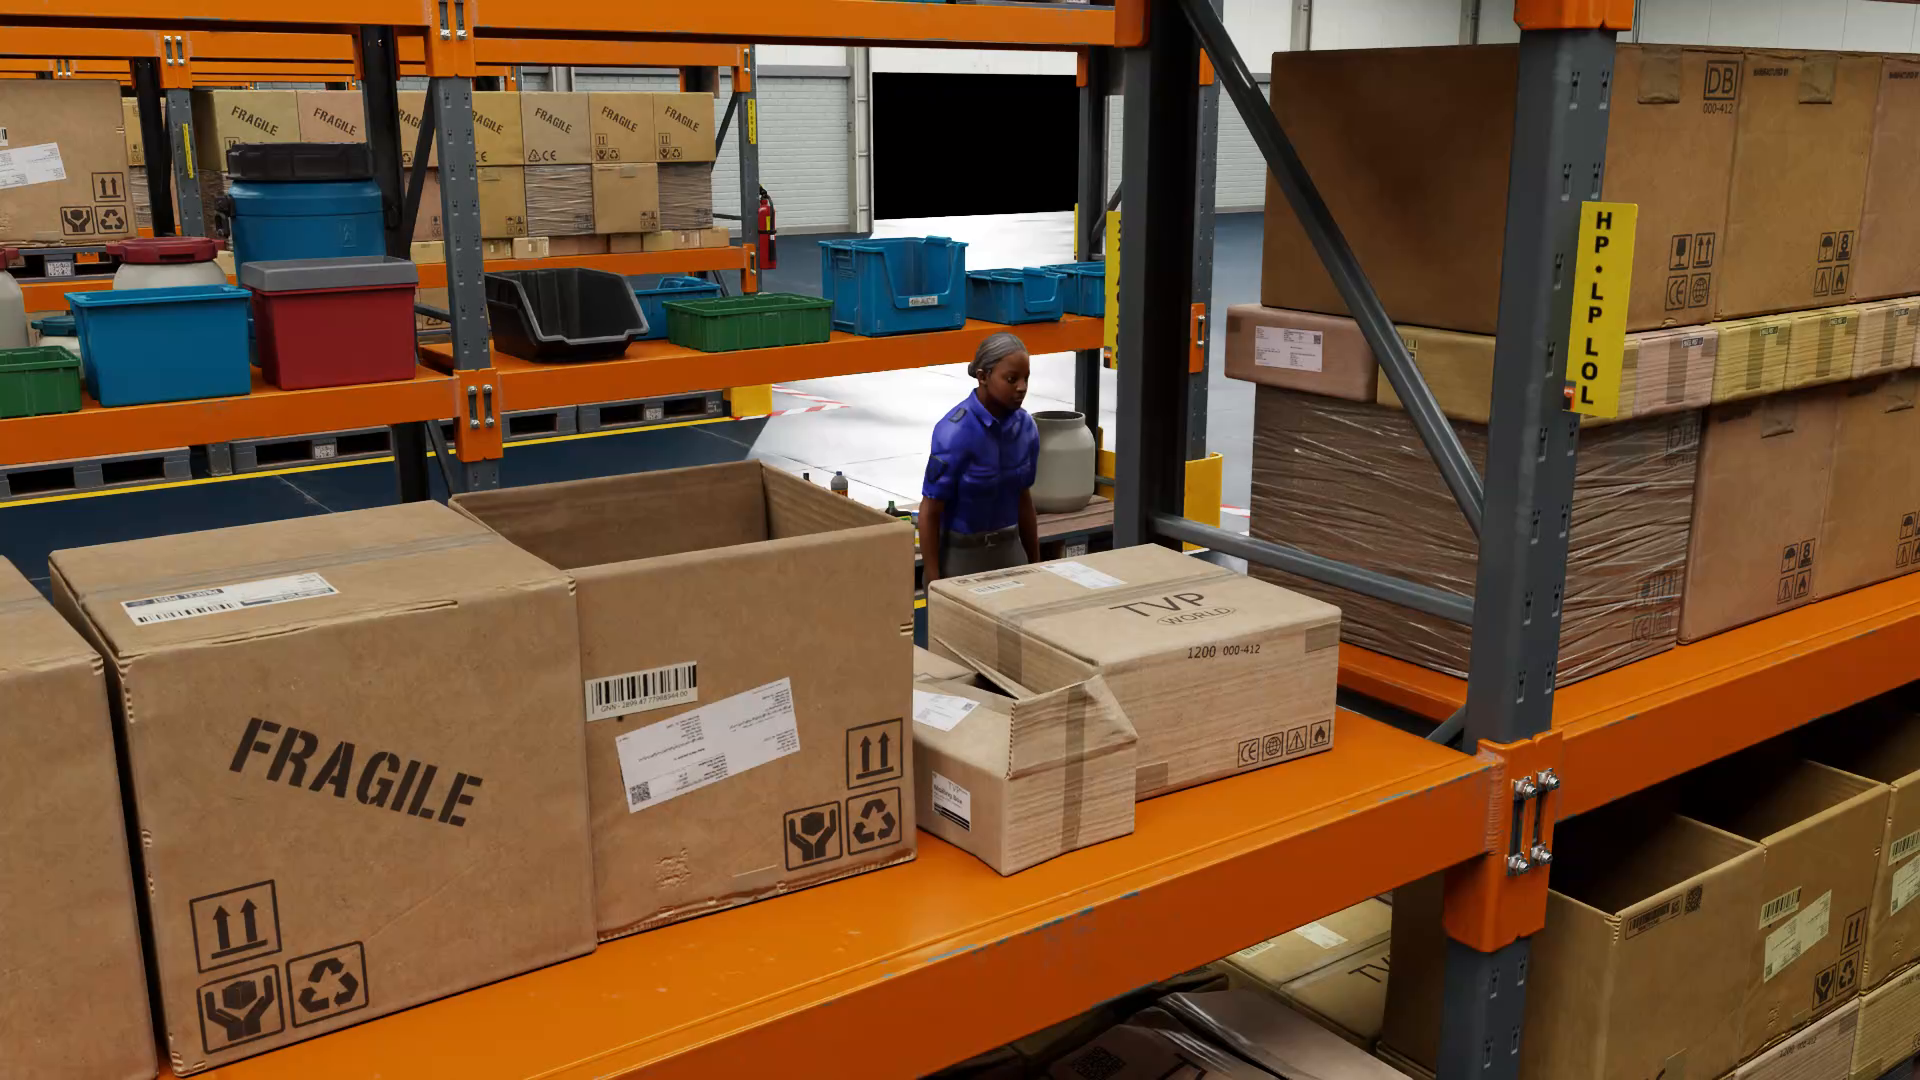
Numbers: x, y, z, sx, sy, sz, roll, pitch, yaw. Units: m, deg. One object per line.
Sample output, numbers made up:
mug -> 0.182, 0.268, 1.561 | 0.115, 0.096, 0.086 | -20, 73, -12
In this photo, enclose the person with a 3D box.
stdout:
person -> 0.085, 0.135, 5.503 | 0.532, 1.655, 0.400 | -12, 19, -38
